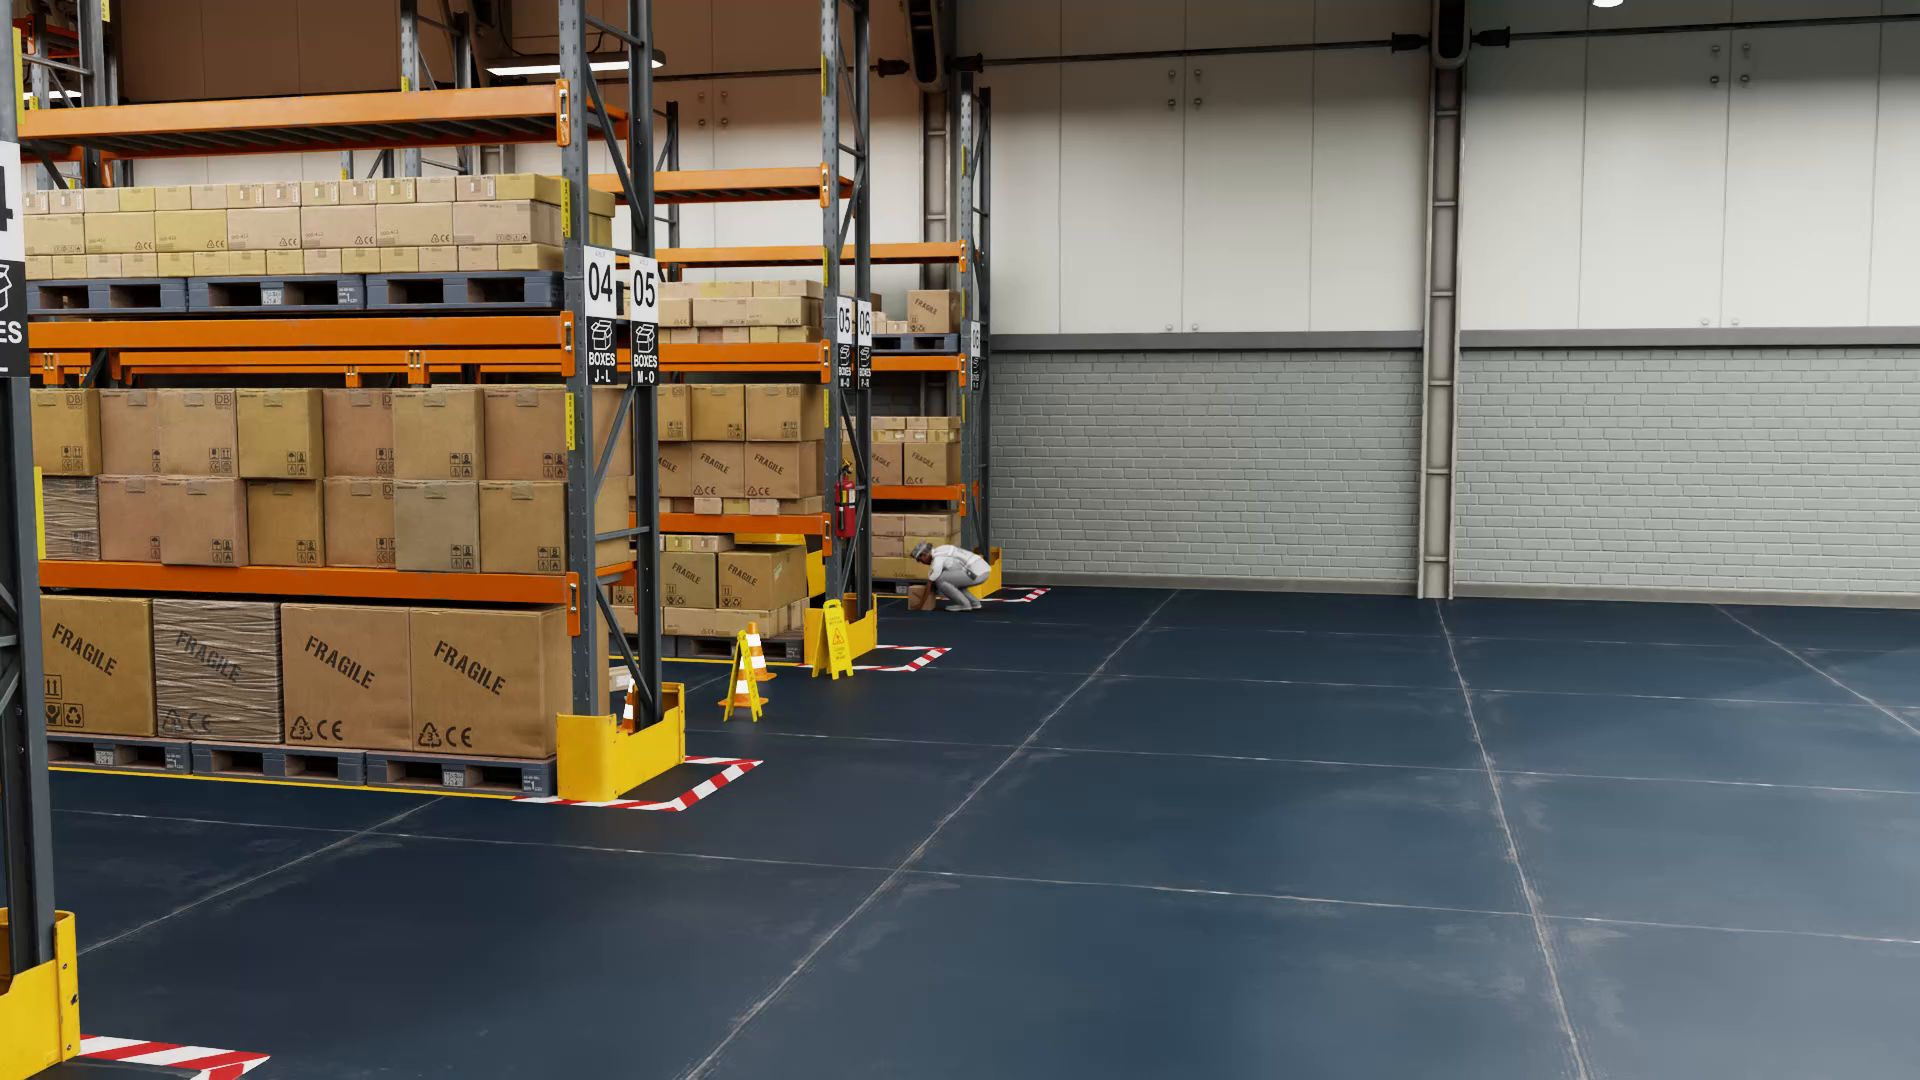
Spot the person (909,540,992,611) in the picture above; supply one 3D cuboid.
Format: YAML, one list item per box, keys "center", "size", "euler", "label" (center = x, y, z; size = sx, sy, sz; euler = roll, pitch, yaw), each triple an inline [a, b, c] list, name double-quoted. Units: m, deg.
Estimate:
- center: [-0.110, 0.420, 18.279]
  size: [0.898, 0.836, 0.462]
  euler: [1, 5, 13]
  label: "person"
